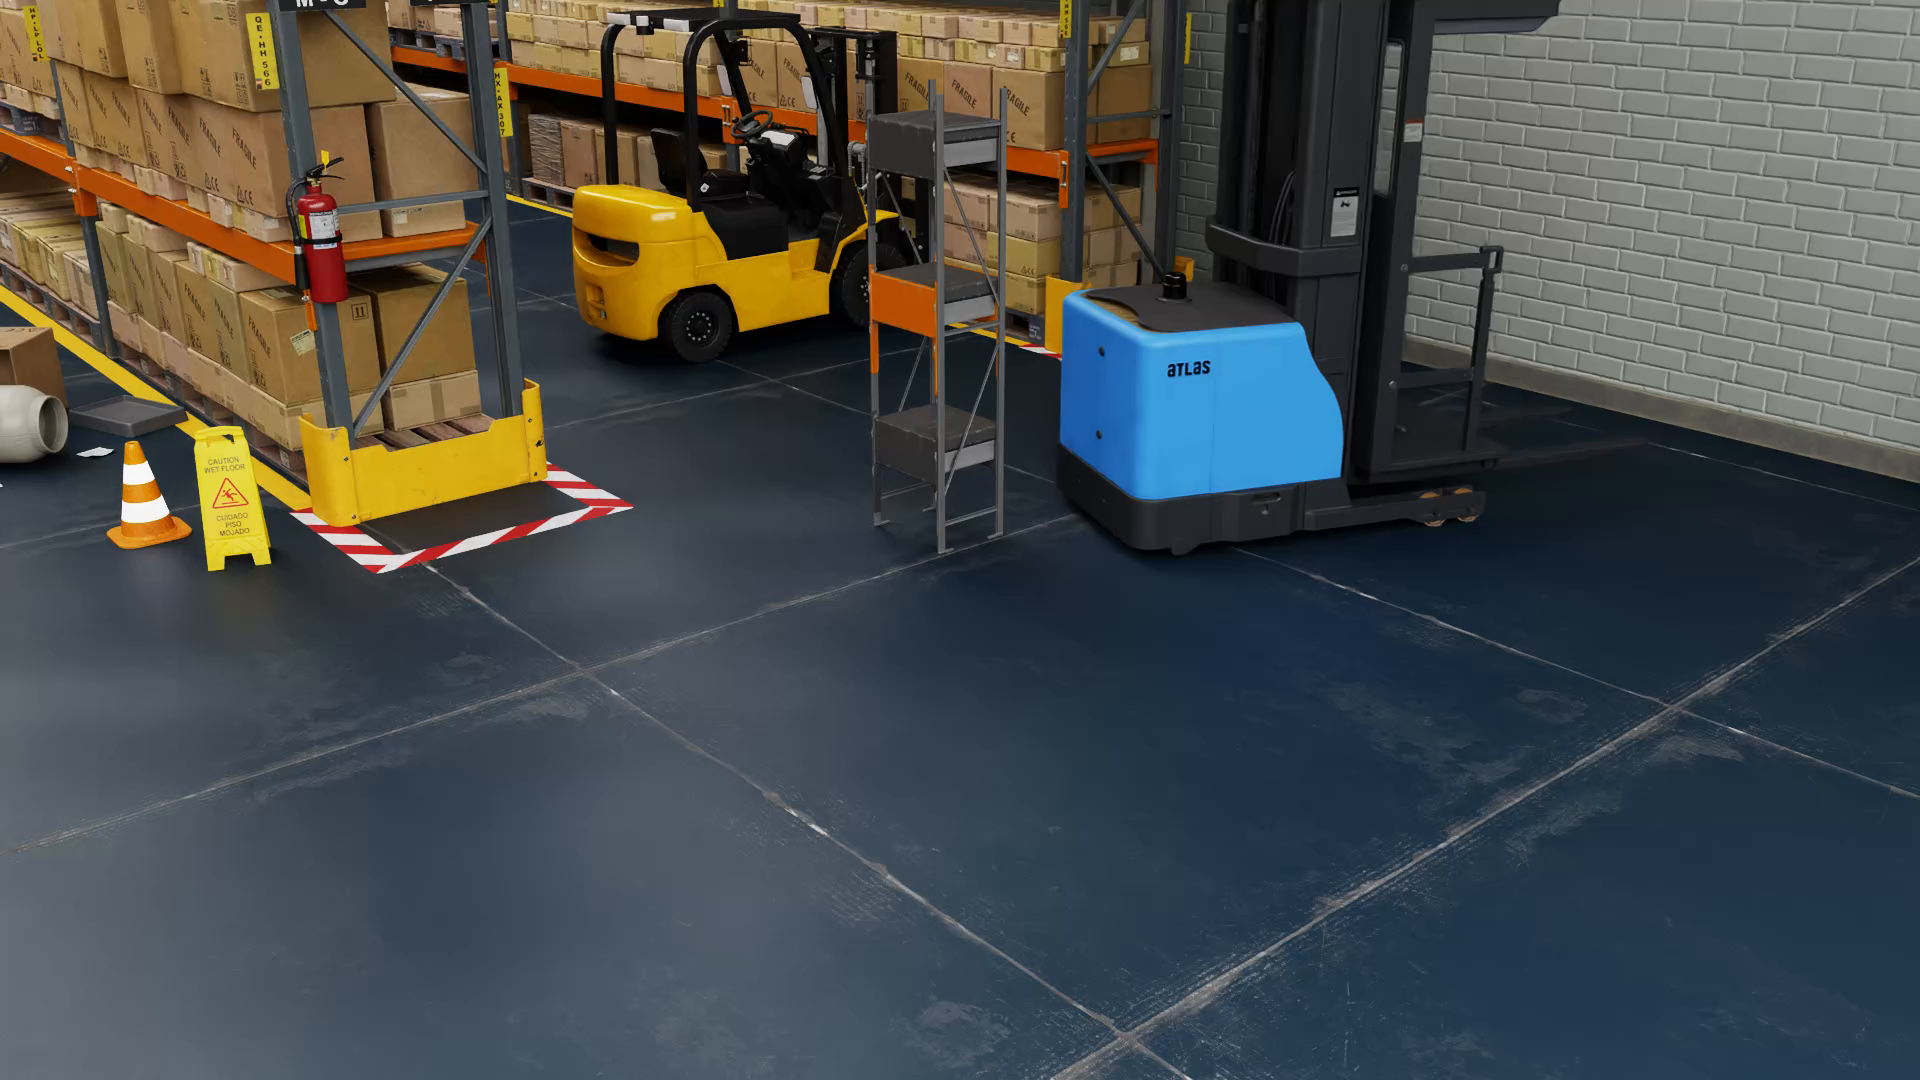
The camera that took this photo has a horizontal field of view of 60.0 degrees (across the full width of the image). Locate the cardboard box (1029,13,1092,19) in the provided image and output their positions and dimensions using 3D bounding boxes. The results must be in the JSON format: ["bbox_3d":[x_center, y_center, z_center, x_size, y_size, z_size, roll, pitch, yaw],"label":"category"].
[{"bbox_3d":[0.702,-3.579,11.574,0.380,0.149,0.250,-17,27,-36],"label":"cardboard box"}]

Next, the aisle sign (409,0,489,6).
[{"bbox_3d":[-2.395,-2.883,7.666,0.394,0.787,0.004,-17,27,-37],"label":"aisle sign"}]

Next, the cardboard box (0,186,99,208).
[{"bbox_3d":[-7.531,-2.639,13.637,0.950,0.372,0.625,-20,29,-41],"label":"cardboard box"}]

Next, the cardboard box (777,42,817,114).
[{"bbox_3d":[-1.079,-3.625,12.989,0.500,0.500,0.500,-17,27,-37],"label":"cardboard box"}]

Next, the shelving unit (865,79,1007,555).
[{"bbox_3d":[-0.108,-1.023,7.718,0.431,2.100,0.503,-17,27,-37],"label":"shelving unit"}]

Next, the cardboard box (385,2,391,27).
[{"bbox_3d":[-6.129,-5.771,18.214,0.396,0.266,0.258,-16,26,-35],"label":"cardboard box"}]

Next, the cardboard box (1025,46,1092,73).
[{"bbox_3d":[0.649,-3.176,10.953,0.380,0.149,0.250,-17,27,-37],"label":"cardboard box"}]

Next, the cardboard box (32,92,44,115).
[{"bbox_3d":[-5.985,-2.953,11.178,0.380,0.149,0.250,-18,28,-39],"label":"cardboard box"}]

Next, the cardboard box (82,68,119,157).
[{"bbox_3d":[-4.860,-2.585,9.925,0.500,0.500,0.500,-18,27,-38],"label":"cardboard box"}]

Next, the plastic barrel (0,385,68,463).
[{"bbox_3d":[-5.165,-0.626,9.002,0.512,0.421,0.421,0,21,-1],"label":"plastic barrel"}]

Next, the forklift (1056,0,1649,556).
[{"bbox_3d":[2.064,-1.603,8.057,3.031,2.935,1.130,-7,23,-18],"label":"forklift"}]

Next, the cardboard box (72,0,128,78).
[{"bbox_3d":[-4.534,-2.907,9.376,0.700,0.500,0.500,-18,28,-39],"label":"cardboard box"}]

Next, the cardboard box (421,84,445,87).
[{"bbox_3d":[-5.973,-5.008,18.619,0.380,0.149,0.250,-18,27,-38],"label":"cardboard box"}]

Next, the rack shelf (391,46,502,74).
[{"bbox_3d":[-5.440,-5.226,18.200,1.077,0.370,4.000,-17,27,-37],"label":"rack shelf"}]

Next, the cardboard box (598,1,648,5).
[{"bbox_3d":[-3.056,-4.796,15.089,0.380,0.149,0.250,-17,27,-37],"label":"cardboard box"}]

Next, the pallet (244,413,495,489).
[{"bbox_3d":[-3.223,-0.571,9.152,1.003,0.211,1.213,-17,27,-37],"label":"pallet"}]

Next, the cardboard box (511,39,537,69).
[{"bbox_3d":[-4.030,-4.758,16.224,0.500,0.250,0.500,-17,27,-37],"label":"cardboard box"}]

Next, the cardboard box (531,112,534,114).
[{"bbox_3d":[-4.502,-4.363,17.863,0.500,0.500,0.500,-17,27,-37],"label":"cardboard box"}]

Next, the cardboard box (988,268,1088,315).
[{"bbox_3d":[0.542,-1.768,11.579,0.500,0.250,0.500,-17,27,-37],"label":"cardboard box"}]

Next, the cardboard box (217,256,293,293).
[{"bbox_3d":[-3.681,-1.427,8.790,0.380,0.149,0.250,-16,27,-36],"label":"cardboard box"}]

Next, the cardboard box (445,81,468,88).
[{"bbox_3d":[-5.619,-5.124,18.916,0.380,0.149,0.250,-17,27,-36],"label":"cardboard box"}]

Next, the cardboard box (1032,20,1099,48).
[{"bbox_3d":[0.694,-3.334,10.949,0.380,0.149,0.250,-17,27,-37],"label":"cardboard box"}]

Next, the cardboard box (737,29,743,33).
[{"bbox_3d":[-1.914,-4.293,13.806,0.380,0.149,0.250,-16,27,-36],"label":"cardboard box"}]

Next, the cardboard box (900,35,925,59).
[{"bbox_3d":[-0.206,-3.524,11.843,0.380,0.149,0.250,-17,27,-37],"label":"cardboard box"}]

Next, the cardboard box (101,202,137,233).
[{"bbox_3d":[-5.064,-2.011,10.282,0.380,0.149,0.250,-17,27,-37],"label":"cardboard box"}]

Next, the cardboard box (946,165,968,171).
[{"bbox_3d":[-0.059,-2.778,12.787,0.500,0.250,0.500,-18,28,-38],"label":"cardboard box"}]

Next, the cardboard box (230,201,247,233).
[{"bbox_3d":[-3.477,-1.670,8.480,0.380,0.149,0.250,-18,28,-38],"label":"cardboard box"}]

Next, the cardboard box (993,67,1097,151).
[{"bbox_3d":[0.568,-2.918,11.184,0.500,0.500,0.500,-18,28,-39],"label":"cardboard box"}]

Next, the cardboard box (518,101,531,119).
[{"bbox_3d":[-4.648,-4.418,17.114,0.380,0.149,0.250,-19,28,-40],"label":"cardboard box"}]

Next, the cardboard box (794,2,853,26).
[{"bbox_3d":[-1.037,-4.017,12.693,0.380,0.149,0.250,-17,27,-36],"label":"cardboard box"}]

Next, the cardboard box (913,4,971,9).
[{"bbox_3d":[-0.133,-3.935,12.484,0.380,0.149,0.250,-16,27,-36],"label":"cardboard box"}]

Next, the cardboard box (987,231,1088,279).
[{"bbox_3d":[0.533,-2.006,11.502,0.500,0.250,0.500,-18,28,-38],"label":"cardboard box"}]

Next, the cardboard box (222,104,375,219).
[{"bbox_3d":[-3.233,-1.885,8.138,0.500,0.500,0.500,-18,28,-38],"label":"cardboard box"}]

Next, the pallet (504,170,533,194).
[{"bbox_3d":[-4.593,-3.925,17.716,1.003,0.211,1.213,-17,27,-37],"label":"pallet"}]

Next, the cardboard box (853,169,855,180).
[{"bbox_3d":[-0.449,-2.650,12.461,0.500,0.250,0.500,-18,28,-38],"label":"cardboard box"}]

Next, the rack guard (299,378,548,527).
[{"bbox_3d":[-2.720,-0.473,8.505,1.175,0.500,0.348,-17,27,-37],"label":"rack guard"}]

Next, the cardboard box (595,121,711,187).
[{"bbox_3d":[-2.865,-3.558,15.635,0.875,0.625,0.625,-19,28,-40],"label":"cardboard box"}]

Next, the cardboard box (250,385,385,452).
[{"bbox_3d":[-3.417,-0.697,8.844,0.500,0.250,0.500,-18,27,-38],"label":"cardboard box"}]

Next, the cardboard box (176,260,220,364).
[{"bbox_3d":[-4.058,-1.324,9.417,0.500,0.500,0.500,-18,28,-39],"label":"cardboard box"}]

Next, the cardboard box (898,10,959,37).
[{"bbox_3d":[-0.215,-3.663,11.788,0.380,0.149,0.250,-17,27,-36],"label":"cardboard box"}]

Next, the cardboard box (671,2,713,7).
[{"bbox_3d":[-2.382,-4.765,15.010,0.380,0.149,0.250,-18,27,-38],"label":"cardboard box"}]

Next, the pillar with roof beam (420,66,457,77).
[{"bbox_3d":[-9.778,-8.289,16.808,9.100,9.000,0.400,-17,27,-37],"label":"pillar with roof beam"}]

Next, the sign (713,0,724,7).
[{"bbox_3d":[-1.928,-4.274,13.303,0.100,0.325,0.005,-17,27,-37],"label":"sign"}]

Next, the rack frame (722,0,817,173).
[{"bbox_3d":[-1.523,-3.903,13.837,1.000,3.000,0.127,-17,27,-37],"label":"rack frame"}]

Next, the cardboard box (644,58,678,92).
[{"bbox_3d":[-2.383,-4.048,14.412,0.500,0.250,0.500,-18,27,-38],"label":"cardboard box"}]

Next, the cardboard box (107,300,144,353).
[{"bbox_3d":[-5.100,-1.409,10.662,0.500,0.250,0.500,-19,28,-40],"label":"cardboard box"}]

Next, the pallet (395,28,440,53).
[{"bbox_3d":[-5.407,-5.455,18.062,1.003,0.211,1.213,-17,27,-37],"label":"pallet"}]

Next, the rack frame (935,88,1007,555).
[{"bbox_3d":[0.051,-0.956,7.546,0.400,2.100,0.015,-17,27,-37],"label":"rack frame"}]

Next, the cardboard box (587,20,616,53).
[{"bbox_3d":[-3.023,-4.568,15.054,0.500,0.250,0.500,-17,27,-37],"label":"cardboard box"}]

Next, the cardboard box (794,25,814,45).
[{"bbox_3d":[-1.048,-3.879,12.748,0.380,0.149,0.250,-17,27,-36],"label":"cardboard box"}]

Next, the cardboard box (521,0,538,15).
[{"bbox_3d":[-3.974,-5.125,15.930,0.380,0.149,0.250,-17,27,-36],"label":"cardboard box"}]

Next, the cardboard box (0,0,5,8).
[{"bbox_3d":[-6.410,-3.734,11.395,0.380,0.149,0.250,-19,28,-40],"label":"cardboard box"}]

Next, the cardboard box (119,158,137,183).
[{"bbox_3d":[-4.783,-2.240,9.935,0.380,0.149,0.250,-16,27,-36],"label":"cardboard box"}]

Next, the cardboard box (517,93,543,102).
[{"bbox_3d":[-4.614,-4.690,17.807,0.380,0.149,0.250,-17,27,-37],"label":"cardboard box"}]
